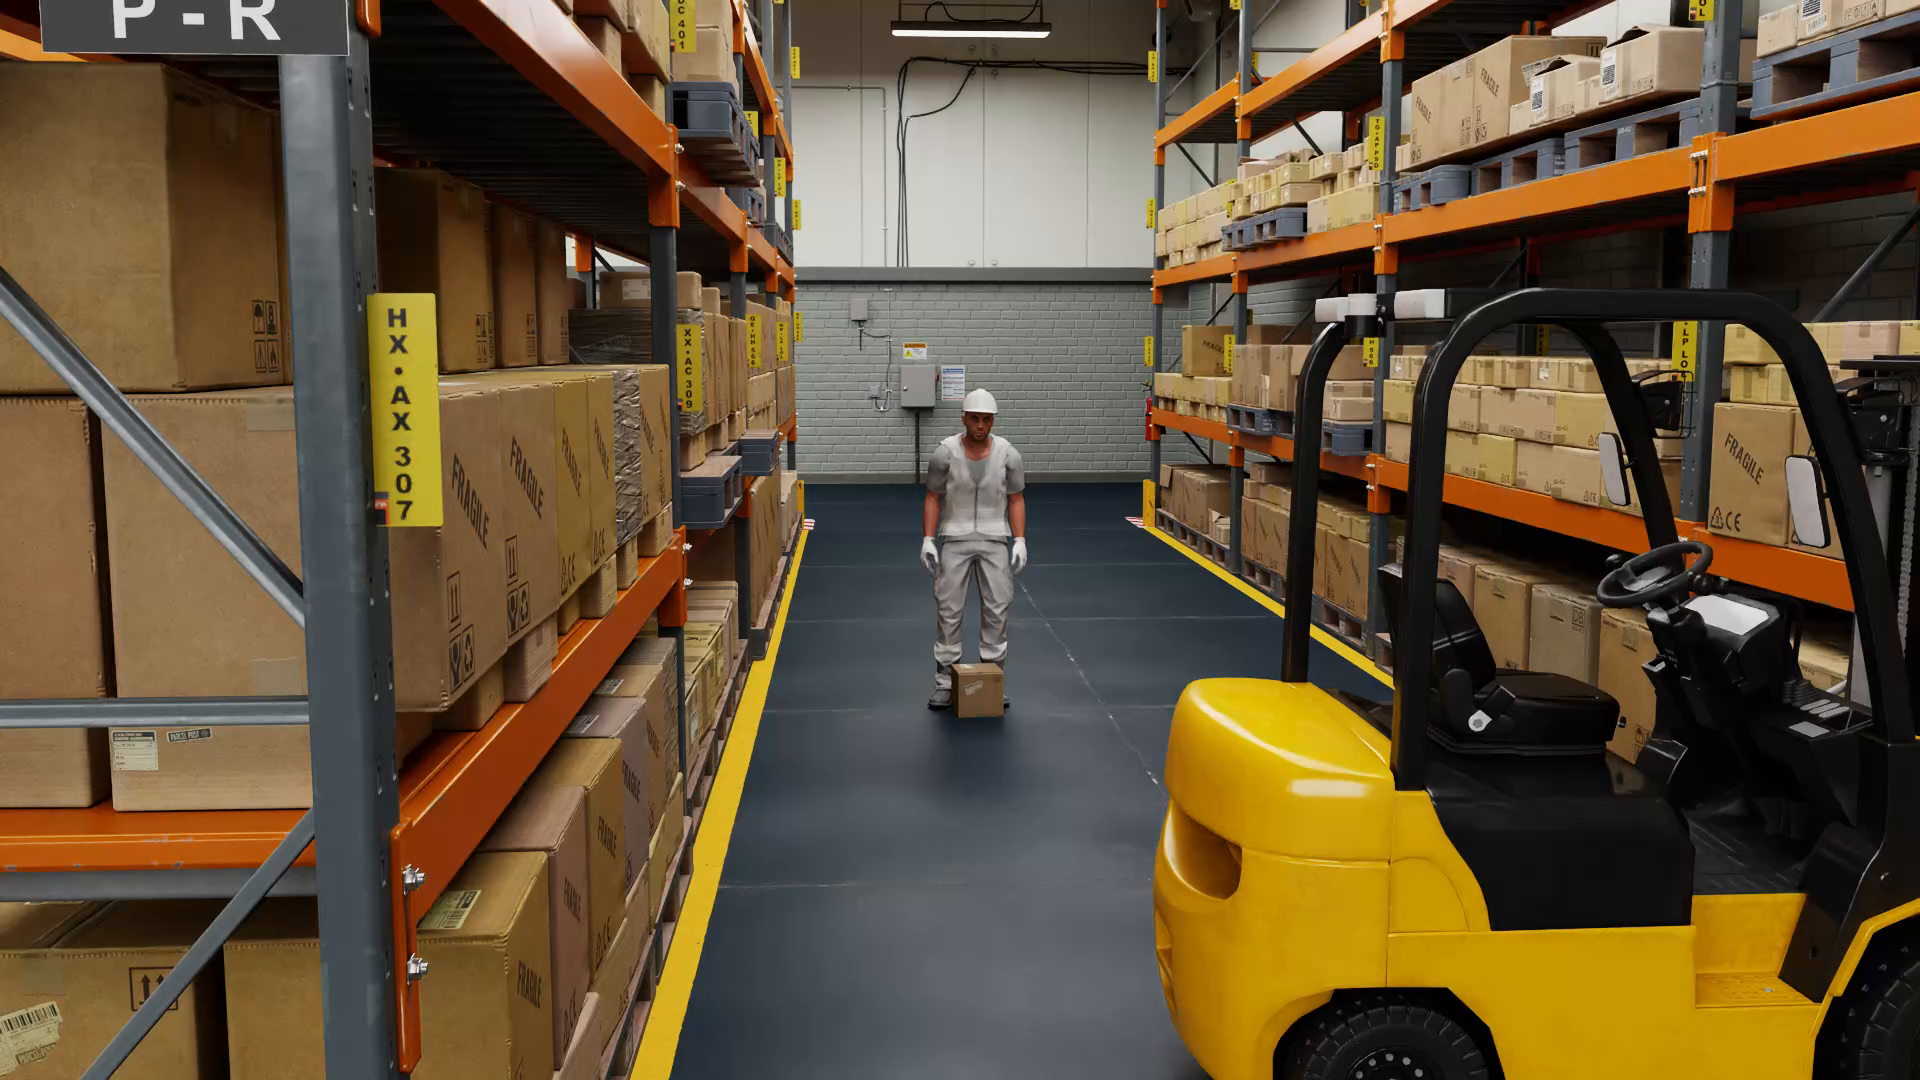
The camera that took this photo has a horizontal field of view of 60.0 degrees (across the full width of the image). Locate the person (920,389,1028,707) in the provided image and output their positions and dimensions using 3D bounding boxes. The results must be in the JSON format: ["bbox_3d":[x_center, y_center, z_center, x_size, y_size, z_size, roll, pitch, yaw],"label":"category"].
[{"bbox_3d":[0.079,0.044,9.311,0.606,1.778,0.453,0,7,-4],"label":"person"}]
